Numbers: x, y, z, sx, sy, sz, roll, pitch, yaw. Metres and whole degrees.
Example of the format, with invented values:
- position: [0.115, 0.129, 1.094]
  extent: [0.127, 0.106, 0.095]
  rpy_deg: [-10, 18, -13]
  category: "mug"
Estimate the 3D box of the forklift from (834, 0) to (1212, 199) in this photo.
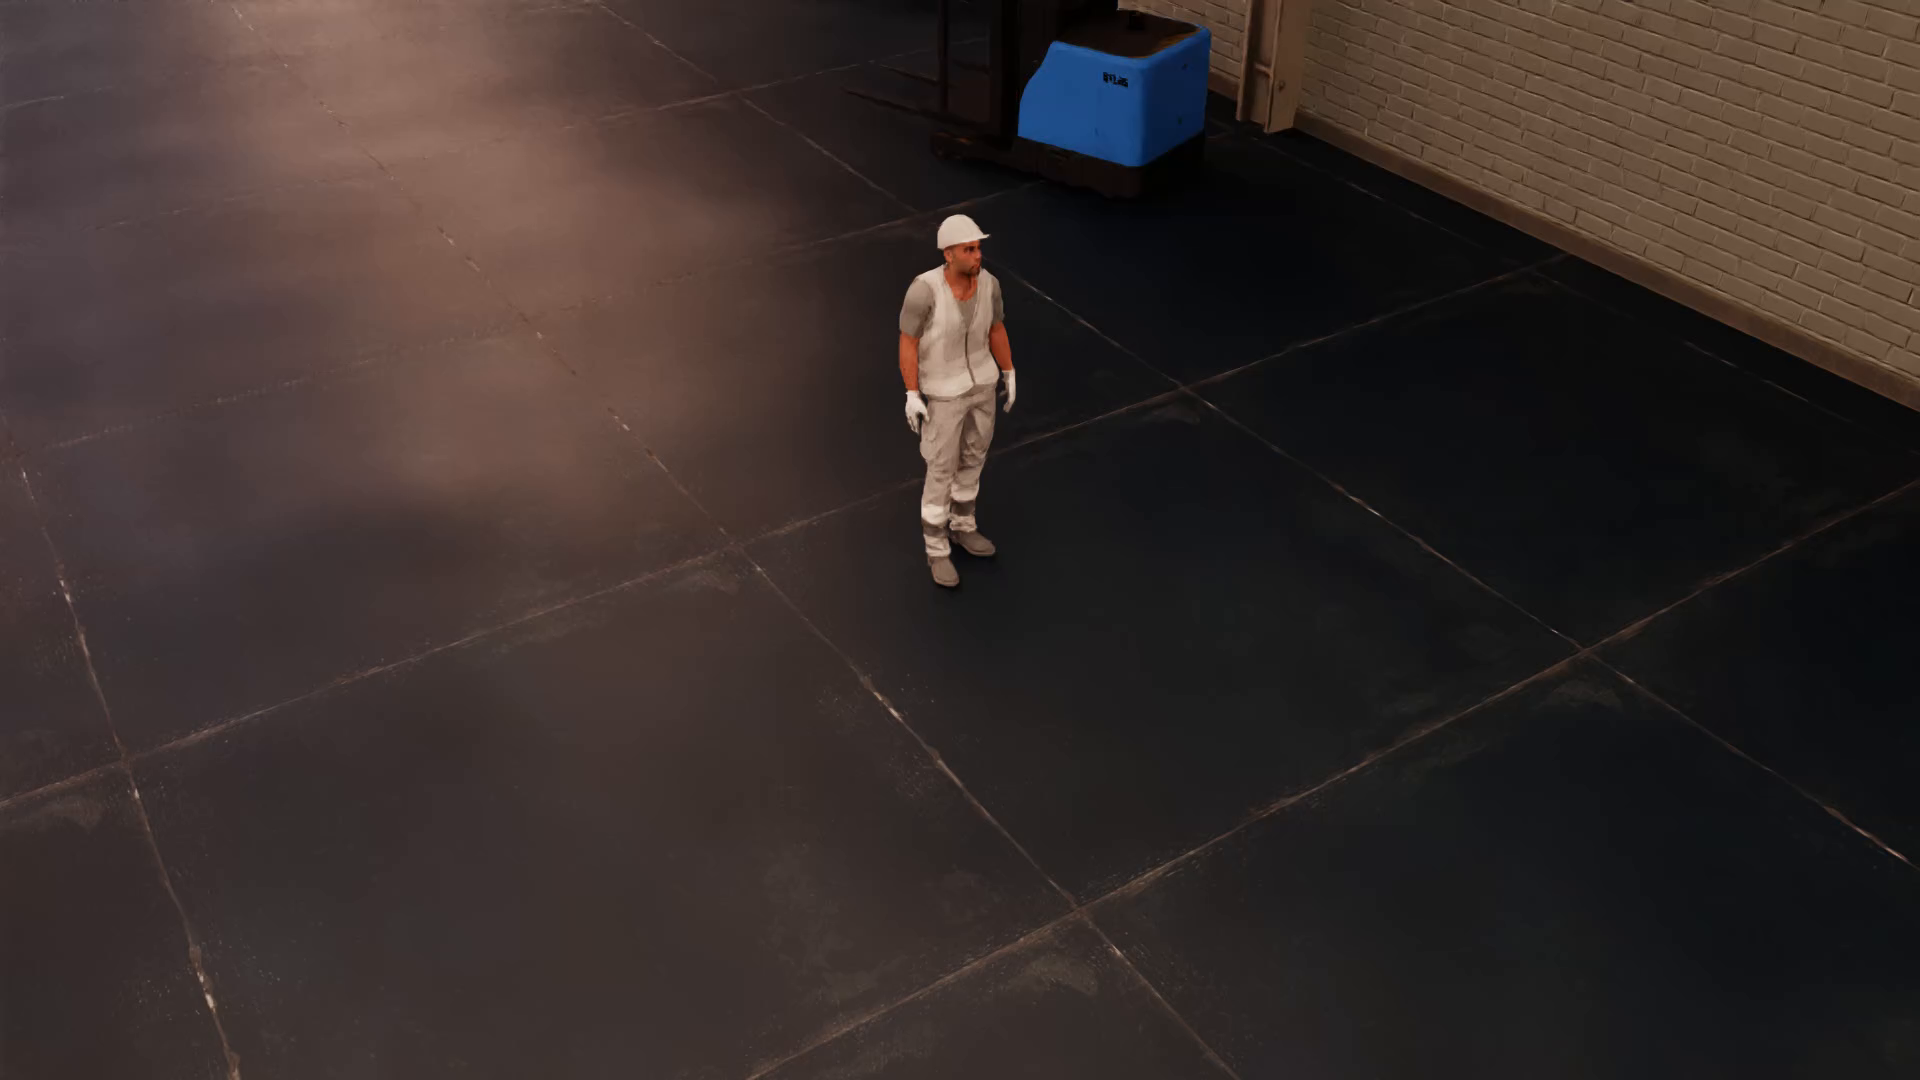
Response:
- position: [0.379, -4.367, 12.363]
  extent: [3.031, 2.935, 1.130]
  rpy_deg: [23, 41, 29]
  category: "forklift"

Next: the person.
- position: [0.035, -0.695, 8.119]
  extent: [0.637, 1.787, 0.563]
  rpy_deg: [-21, 40, -27]
  category: "person"
